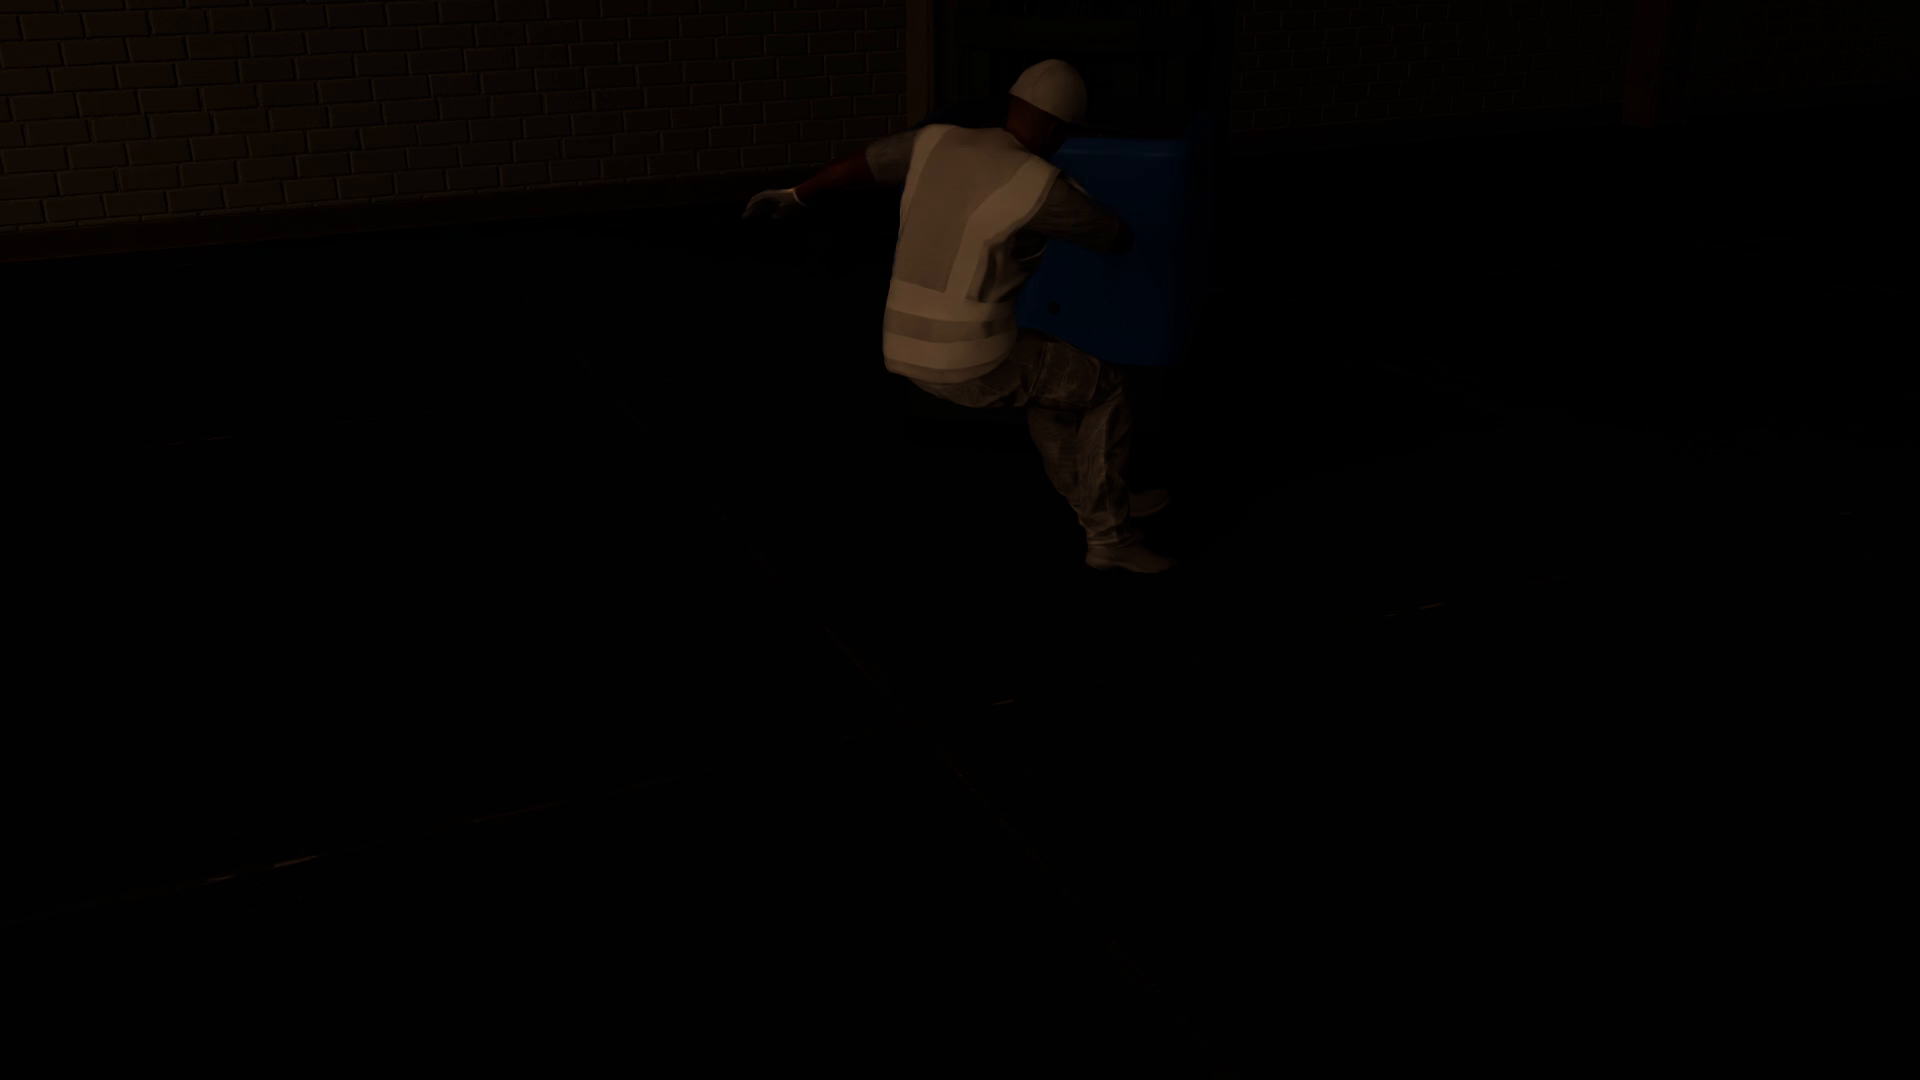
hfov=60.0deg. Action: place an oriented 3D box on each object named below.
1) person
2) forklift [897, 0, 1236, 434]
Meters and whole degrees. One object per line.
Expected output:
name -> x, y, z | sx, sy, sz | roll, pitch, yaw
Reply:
person -> 0.081, -0.690, 4.946 | 0.957, 1.470, 1.232 | -18, 29, -37
forklift -> 0.588, -2.260, 6.727 | 1.130, 2.935, 3.031 | 5, 23, 11
